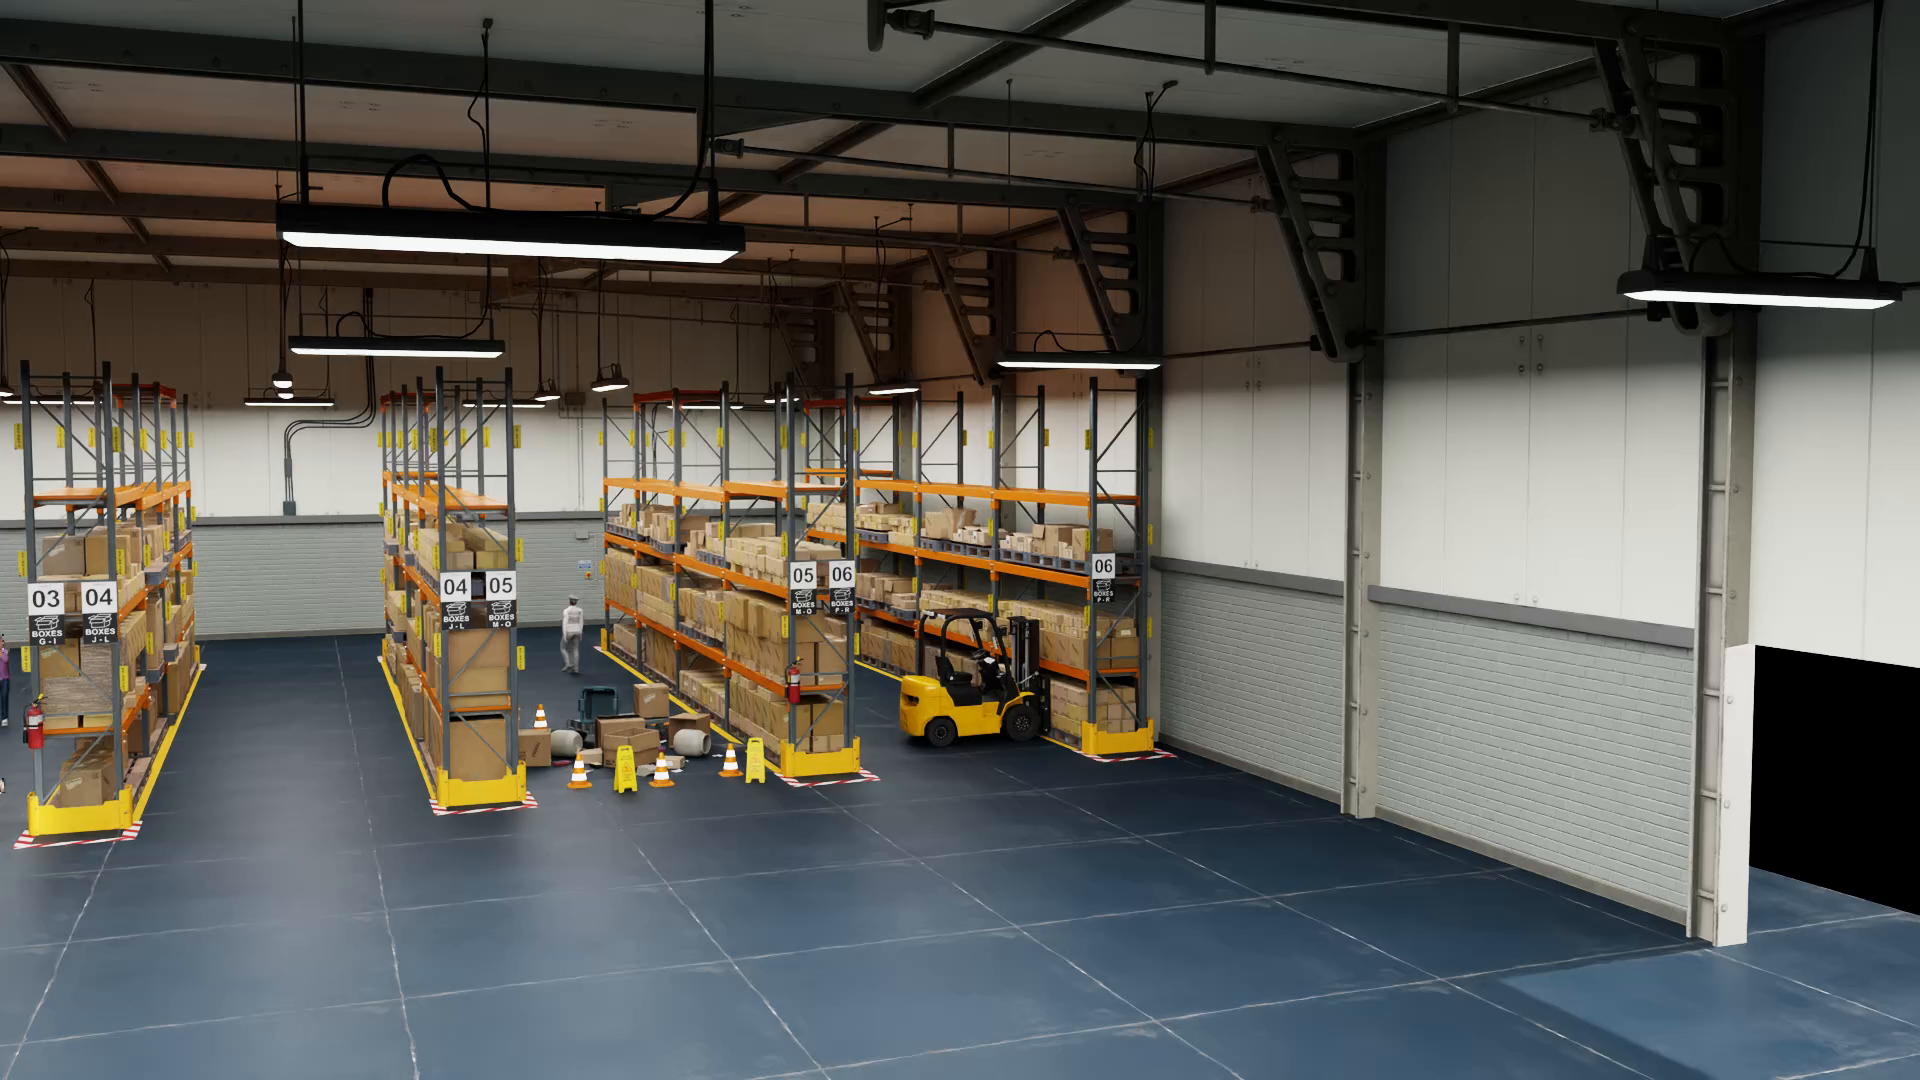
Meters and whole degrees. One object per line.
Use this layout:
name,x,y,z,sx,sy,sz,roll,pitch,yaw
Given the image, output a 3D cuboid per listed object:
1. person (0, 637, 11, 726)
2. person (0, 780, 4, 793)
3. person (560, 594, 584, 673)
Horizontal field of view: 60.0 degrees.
person,-16.894,2.450,29.188,0.396,1.553,0.888,-2,4,-30
person,-11.861,2.917,20.005,1.070,1.707,0.628,2,4,30
person,-8.318,2.006,35.690,0.504,1.674,0.424,-2,4,-36
